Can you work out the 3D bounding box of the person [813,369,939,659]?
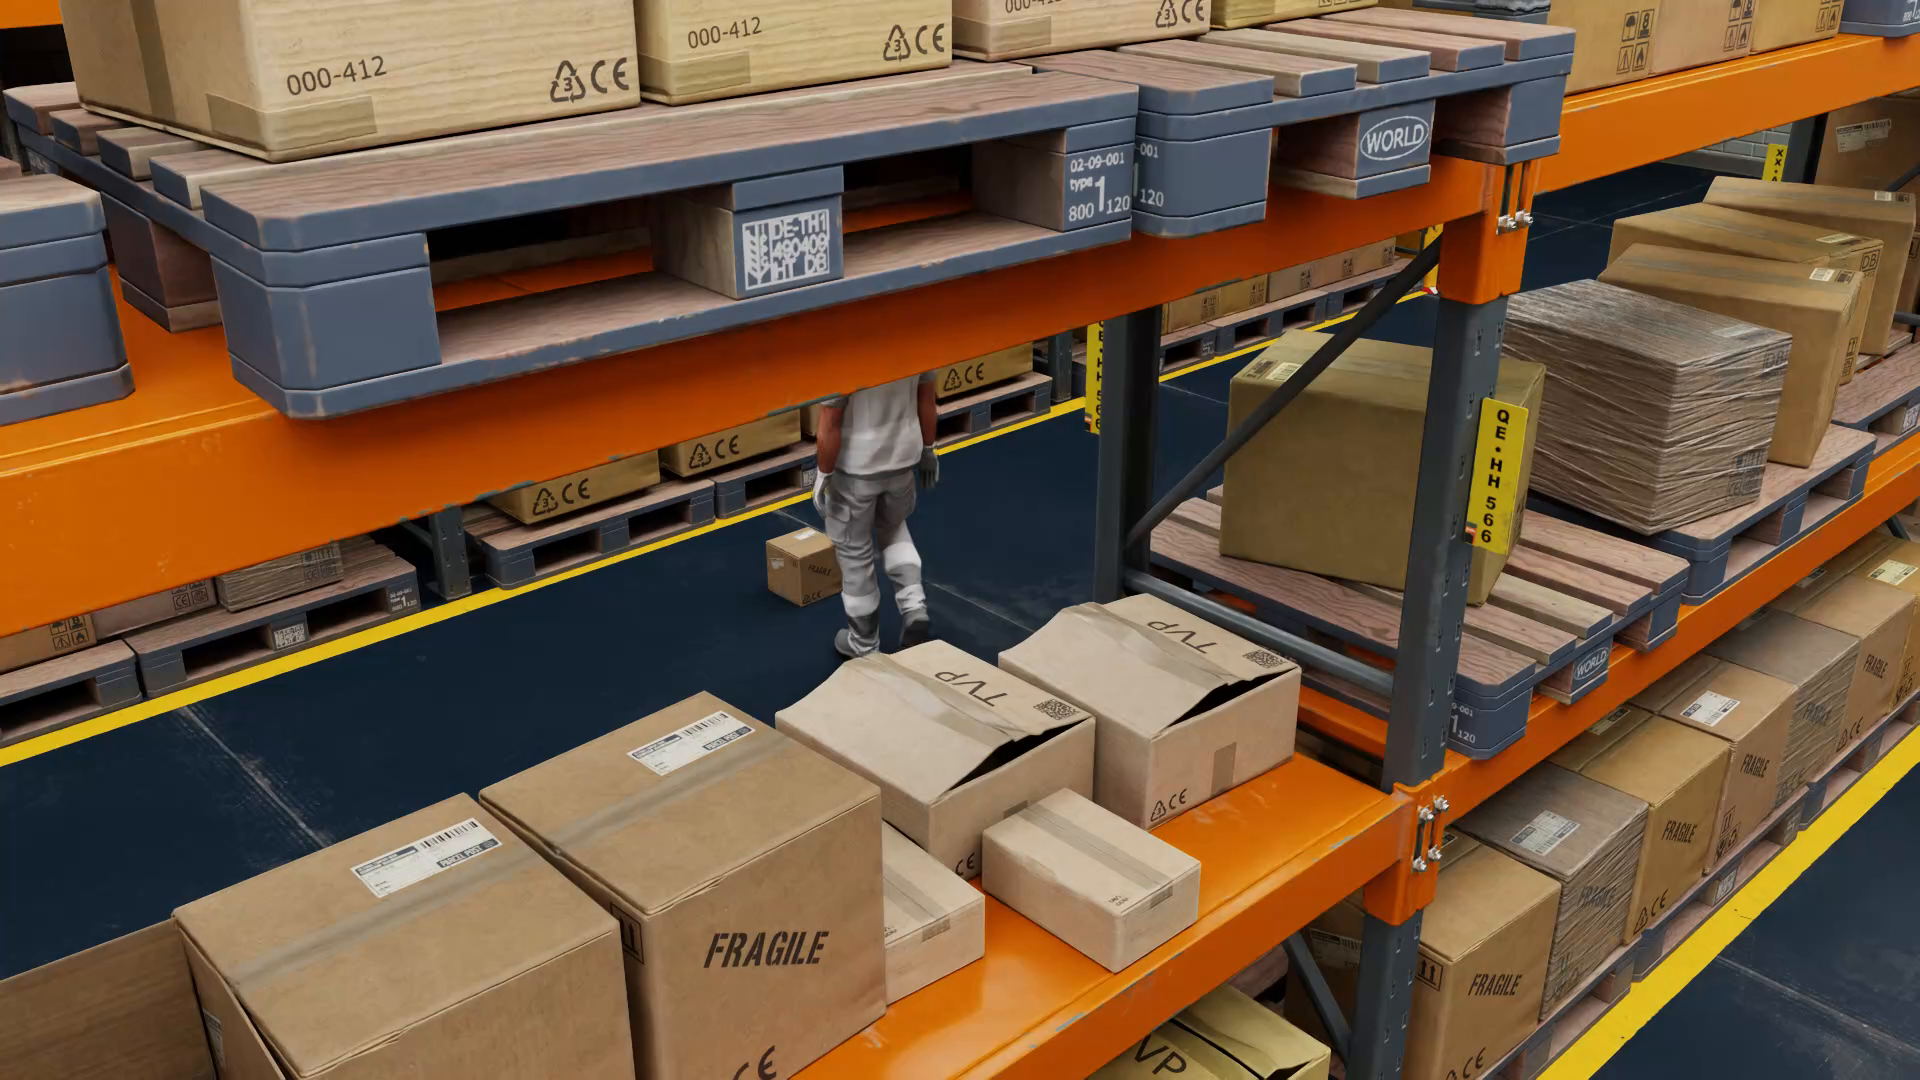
[{"bbox_3d":[-0.348,-0.299,6.694,0.575,1.782,0.529,-16,29,-32],"label":"person"}]
